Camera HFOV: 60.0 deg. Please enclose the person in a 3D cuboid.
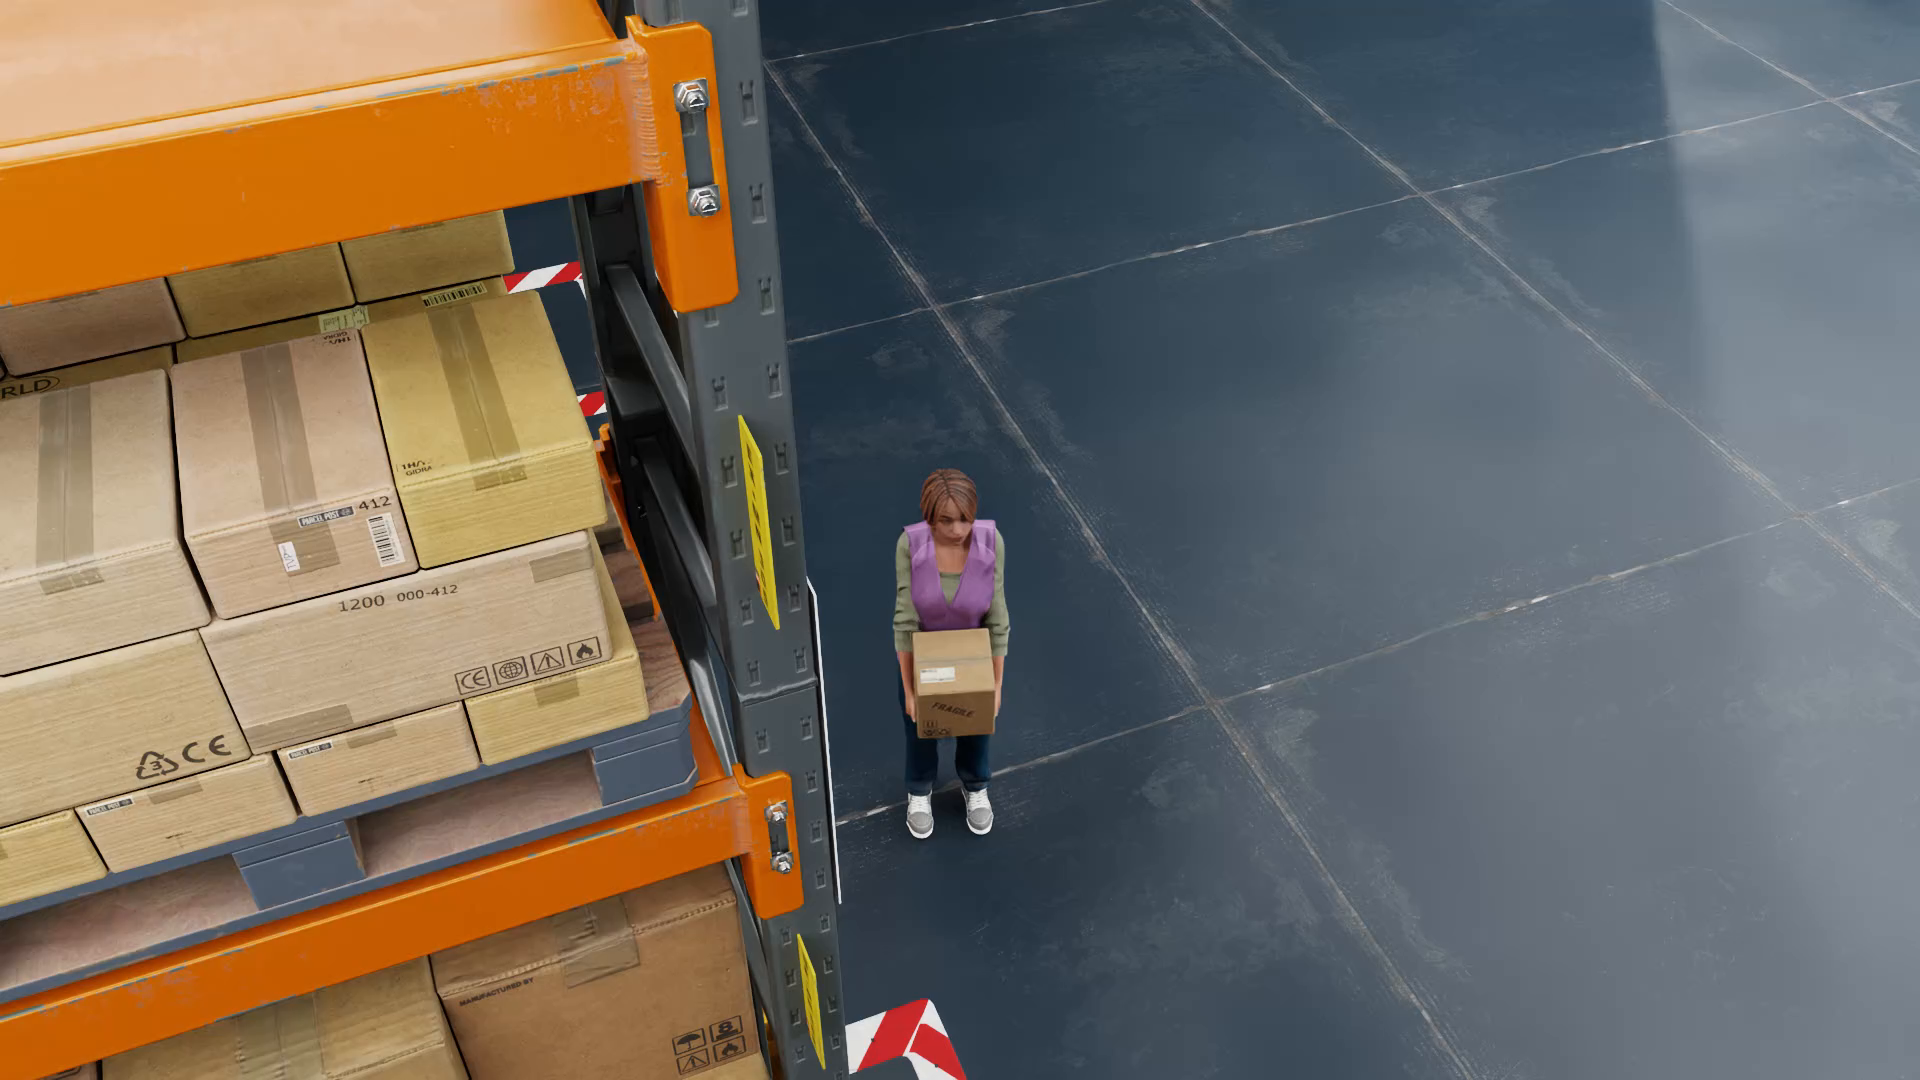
[{"bbox_3d":[-0.026,0.405,5.724,0.477,1.592,0.345,-5,43,-6],"label":"person"}]
